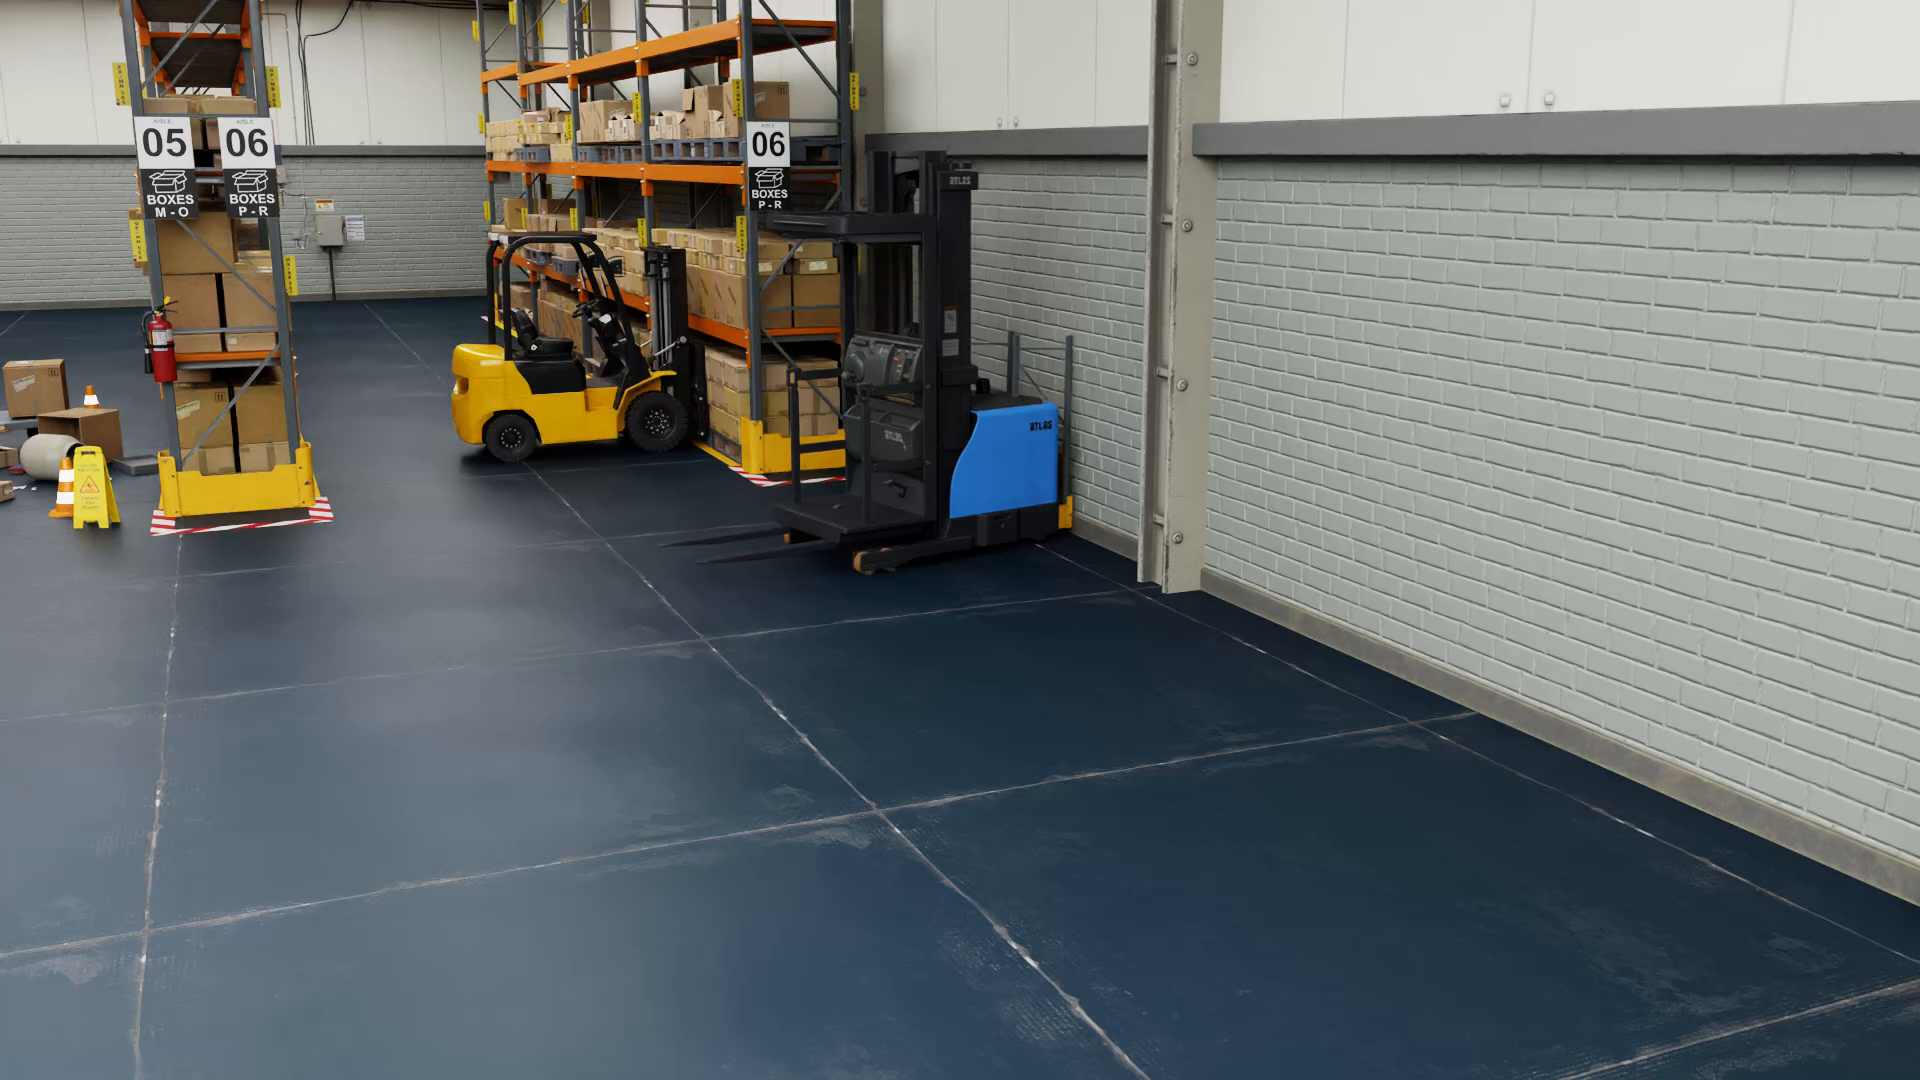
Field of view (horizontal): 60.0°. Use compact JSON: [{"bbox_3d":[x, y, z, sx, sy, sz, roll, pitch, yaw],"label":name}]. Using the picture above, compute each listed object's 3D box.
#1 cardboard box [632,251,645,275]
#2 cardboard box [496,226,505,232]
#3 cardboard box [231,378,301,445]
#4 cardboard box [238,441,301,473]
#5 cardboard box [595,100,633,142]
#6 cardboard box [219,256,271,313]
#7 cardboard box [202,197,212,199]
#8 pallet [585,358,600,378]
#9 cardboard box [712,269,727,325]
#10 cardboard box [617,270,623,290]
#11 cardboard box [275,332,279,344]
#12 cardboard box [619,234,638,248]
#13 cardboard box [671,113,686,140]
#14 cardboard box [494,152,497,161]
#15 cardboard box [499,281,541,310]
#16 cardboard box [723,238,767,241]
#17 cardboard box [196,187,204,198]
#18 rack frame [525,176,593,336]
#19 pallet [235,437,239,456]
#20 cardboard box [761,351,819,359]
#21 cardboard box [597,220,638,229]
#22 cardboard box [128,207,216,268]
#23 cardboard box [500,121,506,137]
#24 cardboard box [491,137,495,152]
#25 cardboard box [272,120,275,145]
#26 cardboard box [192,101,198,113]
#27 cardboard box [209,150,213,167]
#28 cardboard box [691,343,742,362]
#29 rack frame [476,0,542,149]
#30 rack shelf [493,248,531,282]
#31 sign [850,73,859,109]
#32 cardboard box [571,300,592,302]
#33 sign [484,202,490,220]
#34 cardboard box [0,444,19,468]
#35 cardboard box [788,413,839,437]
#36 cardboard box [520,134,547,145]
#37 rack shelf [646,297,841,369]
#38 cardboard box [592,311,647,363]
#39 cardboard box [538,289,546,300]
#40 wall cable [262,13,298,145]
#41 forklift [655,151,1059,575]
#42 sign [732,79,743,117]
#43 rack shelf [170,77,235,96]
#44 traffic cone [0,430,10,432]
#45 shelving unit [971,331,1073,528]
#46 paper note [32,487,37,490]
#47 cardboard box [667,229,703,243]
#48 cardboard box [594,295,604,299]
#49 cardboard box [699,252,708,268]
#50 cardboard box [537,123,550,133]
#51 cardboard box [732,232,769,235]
[{"bbox_3d":[-3.525,-3.241,19.443,0.500,0.250,0.500,-6,14,-24],"label":"cardboard box"},{"bbox_3d":[-7.764,-5.321,28.879,0.500,0.250,0.500,-5,14,-22],"label":"cardboard box"},{"bbox_3d":[-6.118,-1.143,14.660,0.500,0.500,0.500,-6,14,-25],"label":"cardboard box"},{"bbox_3d":[-6.108,-0.773,14.724,0.500,0.250,0.500,-6,14,-23],"label":"cardboard box"},{"bbox_3d":[-4.222,-5.200,20.656,0.500,0.500,0.500,-5,14,-22],"label":"cardboard box"},{"bbox_3d":[-6.811,-2.454,15.941,0.500,0.500,0.500,-5,14,-21],"label":"cardboard box"},{"bbox_3d":[-11.288,-4.804,24.534,0.500,0.500,0.500,-6,14,-23],"label":"cardboard box"},{"bbox_3d":[-4.403,-2.286,22.279,1.003,0.211,1.213,-6,14,-23],"label":"pallet"},{"bbox_3d":[-2.129,-2.400,16.366,0.500,0.500,0.500,-5,14,-21],"label":"cardboard box"},{"bbox_3d":[-3.913,-3.208,20.410,0.500,0.250,0.500,-6,14,-23],"label":"cardboard box"},{"bbox_3d":[-6.131,-1.796,14.533,0.380,0.149,0.250,-6,14,-25],"label":"cardboard box"},{"bbox_3d":[-3.974,-3.668,20.407,0.380,0.149,0.250,-5,14,-22],"label":"cardboard box"},{"bbox_3d":[-2.778,-4.307,17.319,0.396,0.266,0.258,-6,14,-24],"label":"cardboard box"},{"bbox_3d":[-7.765,-6.556,28.449,0.380,0.149,0.250,-5,14,-22],"label":"cardboard box"},{"bbox_3d":[-7.743,-4.324,29.507,0.797,0.503,0.637,-6,14,-25],"label":"cardboard box"},{"bbox_3d":[-2.117,-2.888,16.375,0.380,0.149,0.250,-6,14,-23],"label":"cardboard box"},{"bbox_3d":[-11.261,-5.082,24.298,0.380,0.149,0.250,-6,14,-24],"label":"cardboard box"},{"bbox_3d":[-6.299,-4.645,26.285,1.000,3.000,0.127,-6,14,-23],"label":"rack frame"},{"bbox_3d":[-6.847,-0.796,15.842,1.003,0.211,1.213,-6,14,-23],"label":"pallet"},{"bbox_3d":[-1.715,-1.737,16.671,0.500,0.250,0.500,-6,14,-23],"label":"cardboard box"},{"bbox_3d":[-4.760,-4.192,23.176,0.500,0.500,0.500,-5,14,-20],"label":"cardboard box"},{"bbox_3d":[-6.938,-2.684,14.716,0.700,0.500,0.500,-6,14,-24],"label":"cardboard box"},{"bbox_3d":[-7.340,-6.820,27.595,0.500,0.250,0.500,-5,14,-21],"label":"cardboard box"},{"bbox_3d":[-7.752,-6.785,28.553,0.500,0.250,0.500,-5,14,-22],"label":"cardboard box"},{"bbox_3d":[-7.508,-4.292,17.513,0.500,0.250,0.500,-6,14,-25],"label":"cardboard box"},{"bbox_3d":[-6.686,-3.652,14.132,0.380,0.149,0.250,-6,14,-23],"label":"cardboard box"},{"bbox_3d":[-6.703,-3.516,15.314,0.380,0.149,0.250,-6,14,-23],"label":"cardboard box"},{"bbox_3d":[-2.580,-1.898,17.368,0.500,0.250,0.500,-6,14,-24],"label":"cardboard box"},{"bbox_3d":[-7.901,-8.394,29.180,1.000,3.000,0.127,-6,14,-23],"label":"rack frame"},{"bbox_3d":[-7.100,-4.707,28.152,1.077,0.370,4.000,-6,14,-23],"label":"rack shelf"},{"bbox_3d":[-0.981,-4.140,15.339,0.100,0.325,0.005,-6,14,-23],"label":"sign"},{"bbox_3d":[-5.394,-3.371,23.955,0.380,0.149,0.250,-5,14,-21],"label":"cardboard box"},{"bbox_3d":[-8.398,-5.844,29.546,0.100,0.325,0.005,-6,14,-23],"label":"sign"},{"bbox_3d":[-9.281,-0.848,15.947,0.396,0.266,0.258,6,14,26],"label":"cardboard box"},{"bbox_3d":[-1.510,-1.149,16.351,0.500,0.250,0.500,-6,14,-23],"label":"cardboard box"},{"bbox_3d":[-6.472,-6.083,25.250,0.380,0.149,0.250,-5,14,-22],"label":"cardboard box"},{"bbox_3d":[-2.293,-2.228,17.440,1.077,0.370,4.000,-6,14,-23],"label":"rack shelf"},{"bbox_3d":[-4.459,-2.736,22.373,0.875,0.625,0.625,-5,14,-21],"label":"cardboard box"},{"bbox_3d":[-6.399,-3.849,26.023,0.380,0.149,0.250,-5,14,-20],"label":"cardboard box"},{"bbox_3d":[-14.294,-9.162,32.498,2.355,3.000,0.029,-6,14,-23],"label":"wall cable"},{"bbox_3d":[-0.731,-1.317,12.059,3.031,2.935,1.130,-9,16,-35],"label":"forklift"},{"bbox_3d":[-1.995,-3.973,14.945,0.100,0.325,0.005,-6,14,-23],"label":"sign"},{"bbox_3d":[-11.647,-6.986,25.580,1.077,0.370,4.000,-6,14,-23],"label":"rack shelf"},{"bbox_3d":[-10.453,-1.406,17.919,0.336,0.463,0.334,-6,14,-23],"label":"traffic cone"},{"bbox_3d":[0.410,-0.902,13.314,0.587,1.500,1.083,-3,10,-24],"label":"shelving unit"},{"bbox_3d":[-8.259,-0.459,14.832,0.032,0.001,0.123,-6,14,-23],"label":"paper note"},{"bbox_3d":[-3.035,-3.364,18.434,0.380,0.149,0.250,-5,14,-22],"label":"cardboard box"},{"bbox_3d":[-5.256,-3.579,24.854,0.380,0.149,0.250,-6,14,-25],"label":"cardboard box"},{"bbox_3d":[-2.424,-2.839,16.825,0.380,0.149,0.250,-6,14,-23],"label":"cardboard box"},{"bbox_3d":[-5.911,-5.968,24.094,0.380,0.149,0.250,-6,14,-23],"label":"cardboard box"},{"bbox_3d":[-2.206,-3.195,17.703,0.380,0.149,0.250,-6,14,-24],"label":"cardboard box"}]
